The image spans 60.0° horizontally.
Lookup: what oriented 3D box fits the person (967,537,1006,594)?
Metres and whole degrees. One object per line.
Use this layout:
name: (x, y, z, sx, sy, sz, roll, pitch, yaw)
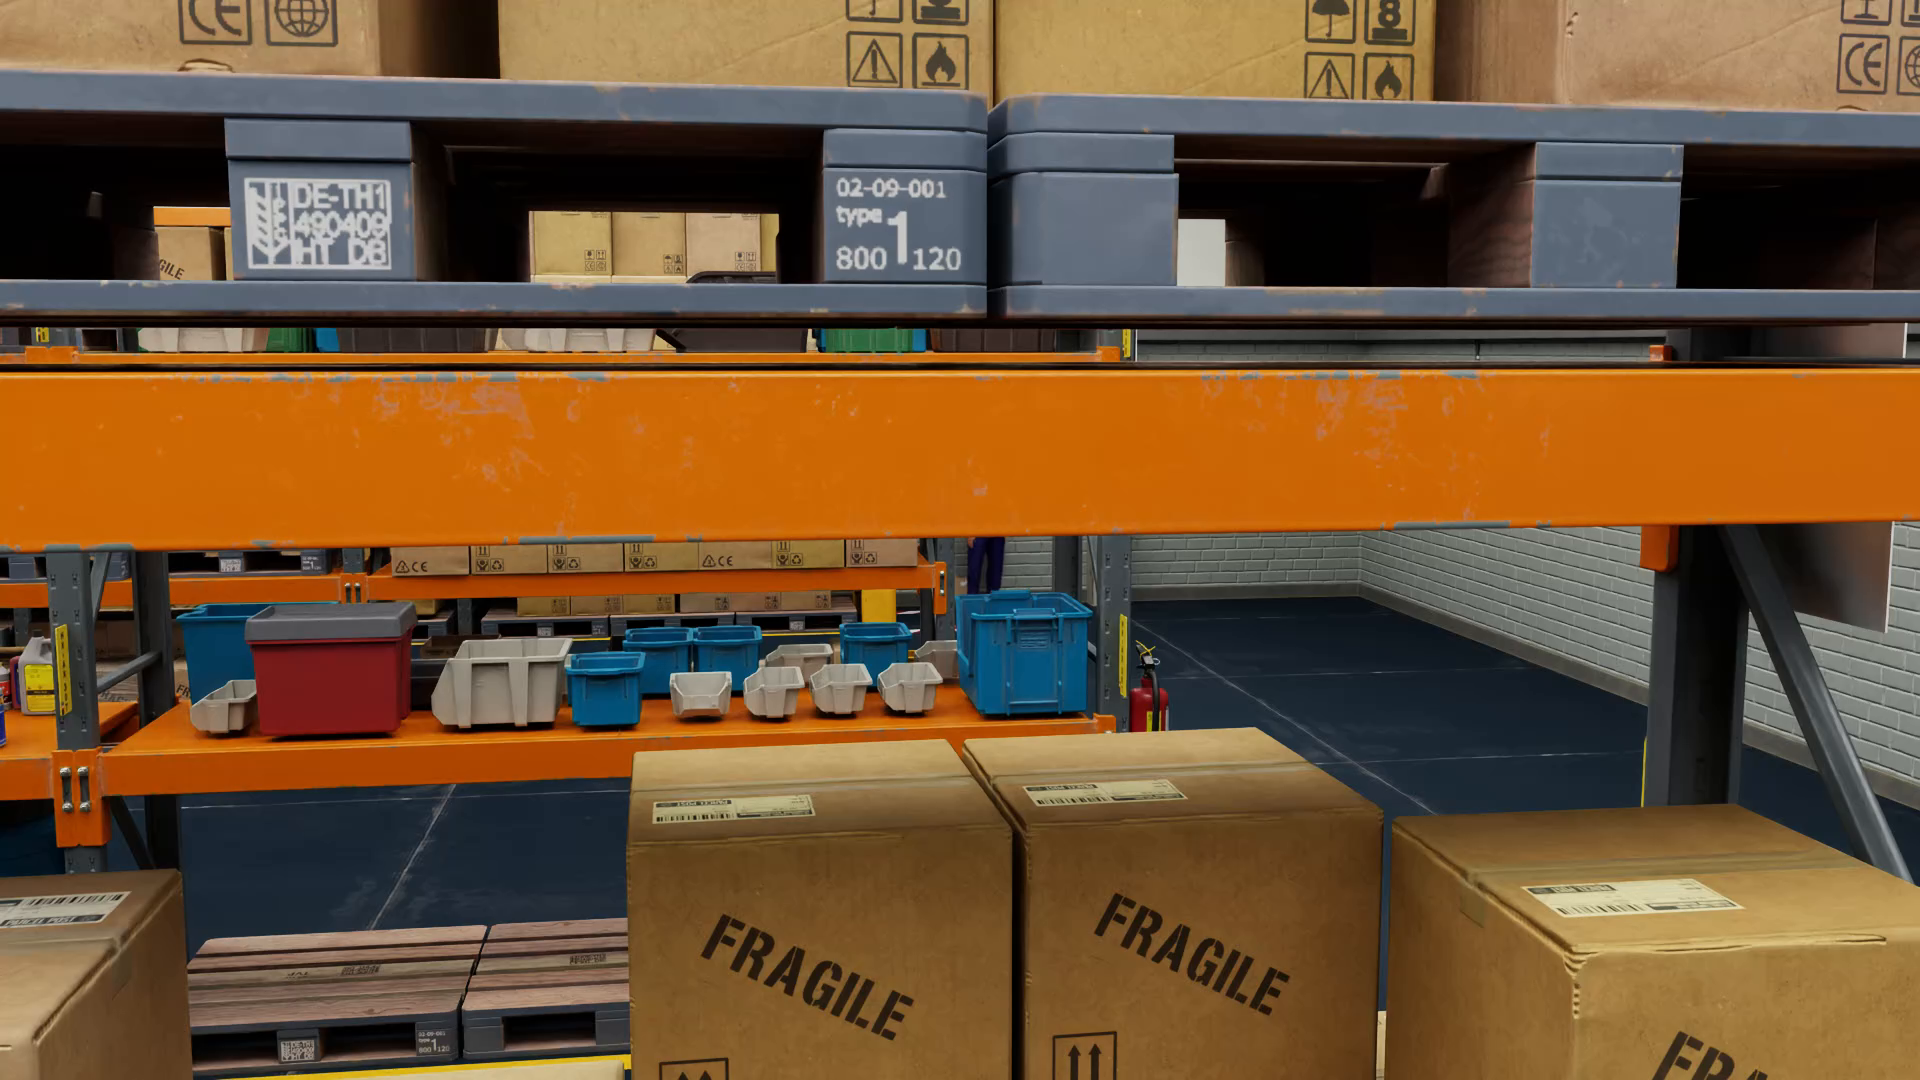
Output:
person: (0.307, -0.062, 17.767, 0.551, 1.648, 0.390, -4, 8, -32)
